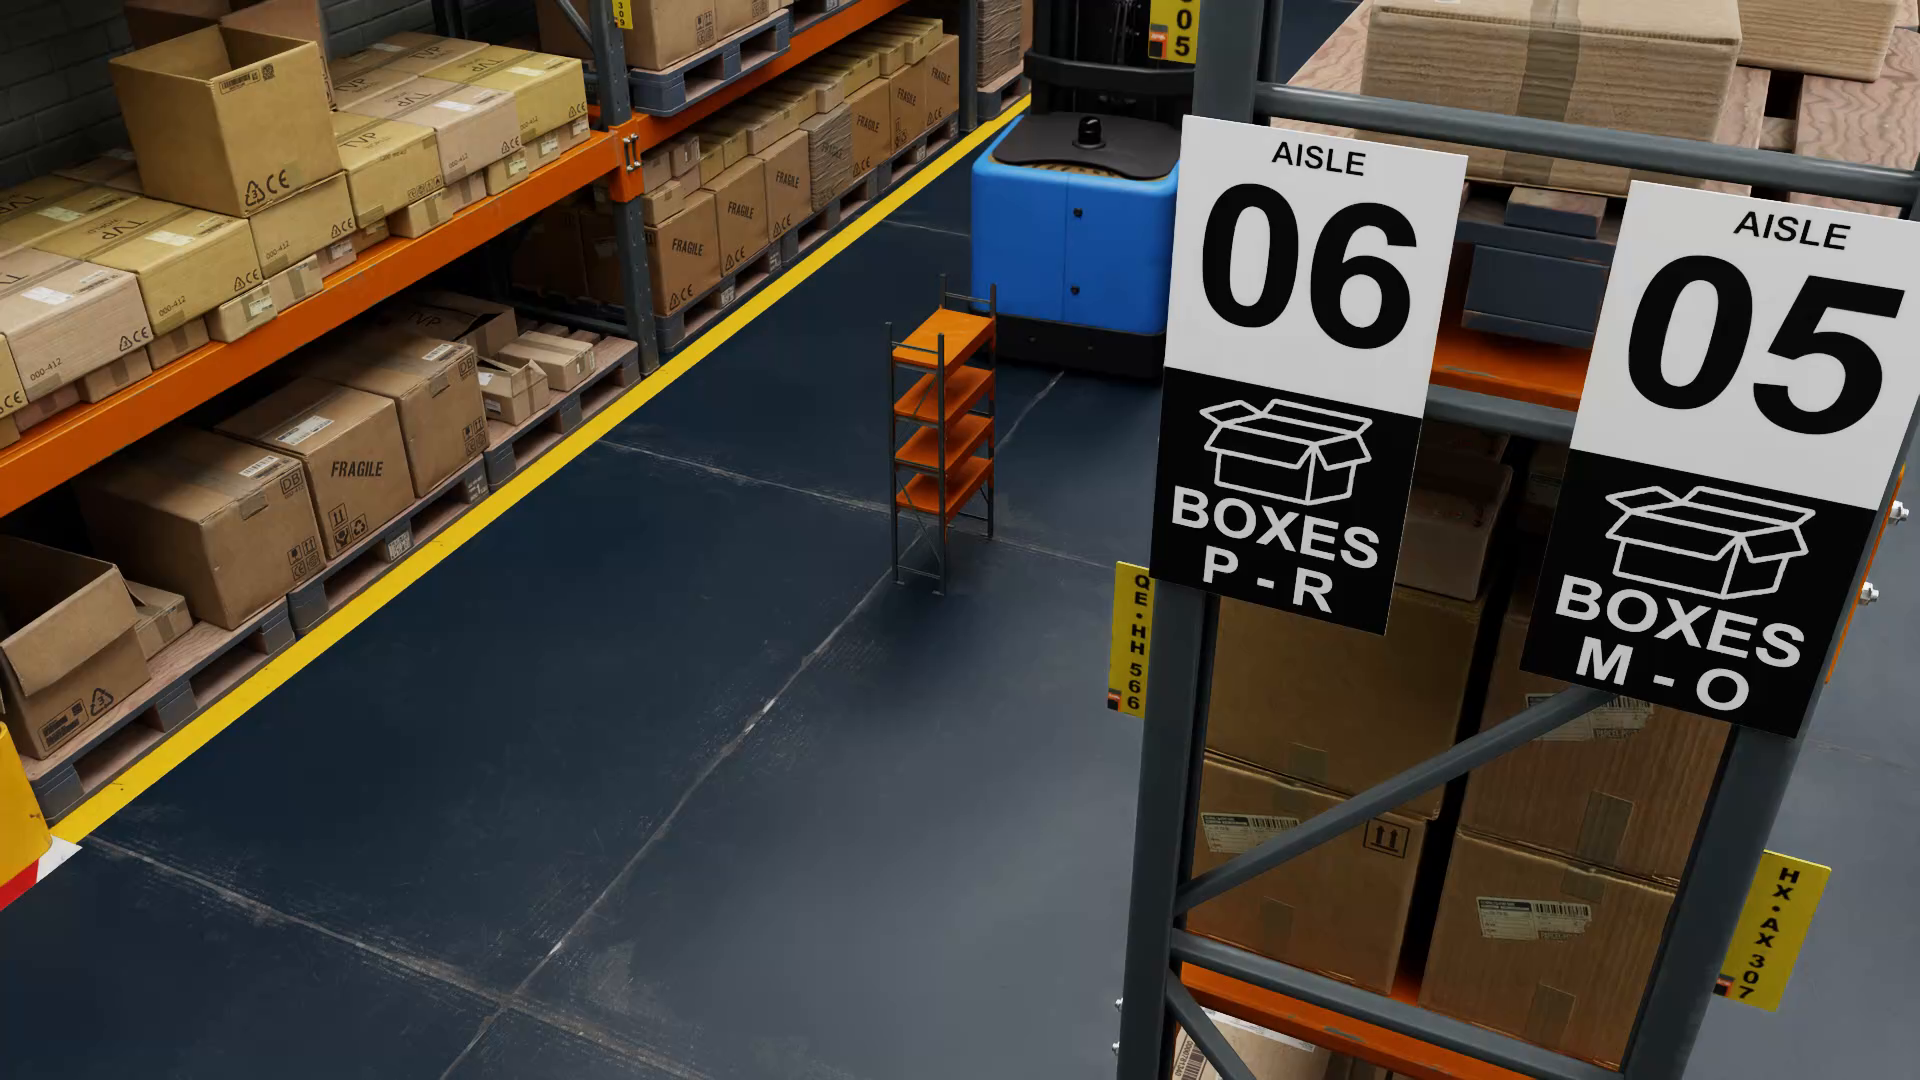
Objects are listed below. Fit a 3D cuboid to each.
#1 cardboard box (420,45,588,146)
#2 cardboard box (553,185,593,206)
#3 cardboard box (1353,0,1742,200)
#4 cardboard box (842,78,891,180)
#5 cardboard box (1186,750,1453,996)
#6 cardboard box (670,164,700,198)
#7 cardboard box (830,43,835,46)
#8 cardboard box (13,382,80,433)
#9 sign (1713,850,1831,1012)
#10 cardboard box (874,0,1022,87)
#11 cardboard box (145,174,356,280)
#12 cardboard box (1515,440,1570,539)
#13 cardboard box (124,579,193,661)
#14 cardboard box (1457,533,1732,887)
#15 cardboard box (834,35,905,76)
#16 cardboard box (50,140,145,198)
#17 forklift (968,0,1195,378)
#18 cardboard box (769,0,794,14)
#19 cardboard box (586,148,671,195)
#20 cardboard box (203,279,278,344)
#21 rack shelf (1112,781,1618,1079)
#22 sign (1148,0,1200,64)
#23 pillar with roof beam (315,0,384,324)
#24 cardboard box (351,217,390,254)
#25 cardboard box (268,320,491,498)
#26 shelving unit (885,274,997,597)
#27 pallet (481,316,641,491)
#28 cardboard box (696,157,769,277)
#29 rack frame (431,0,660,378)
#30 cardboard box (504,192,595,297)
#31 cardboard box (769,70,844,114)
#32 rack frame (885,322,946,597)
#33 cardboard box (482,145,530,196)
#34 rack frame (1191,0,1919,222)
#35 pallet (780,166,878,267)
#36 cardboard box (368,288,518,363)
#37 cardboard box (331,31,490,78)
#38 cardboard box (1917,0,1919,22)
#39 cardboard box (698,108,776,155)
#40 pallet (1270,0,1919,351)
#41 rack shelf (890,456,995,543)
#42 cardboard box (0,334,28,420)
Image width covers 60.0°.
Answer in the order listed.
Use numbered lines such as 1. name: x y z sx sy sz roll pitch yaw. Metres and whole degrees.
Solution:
1. cardboard box: -2.023 -1.982 7.402 0.500 0.250 0.500 15 36 22
2. cardboard box: -2.140 -1.881 8.688 0.380 0.149 0.250 13 35 19
3. cardboard box: 0.911 -0.755 2.592 0.500 0.250 0.500 11 35 16
4. cardboard box: -0.775 -2.584 10.352 0.500 0.500 0.500 16 36 23
5. cardboard box: 0.766 0.557 3.575 0.500 0.500 0.500 14 36 21
6. cardboard box: -1.594 -1.905 8.724 0.380 0.149 0.250 13 35 19
7. cardboard box: -1.026 -3.167 10.649 0.380 0.149 0.250 15 36 21
8. cardboard box: -3.176 -0.509 5.520 0.380 0.149 0.250 14 36 20
9. sign: 1.306 0.634 2.685 0.100 0.325 0.005 14 36 20
10. cardboard box: -0.085 -3.712 11.958 0.875 0.625 0.625 15 36 22
11. cardboard box: -2.656 -1.227 6.252 0.500 0.250 0.500 13 36 19
12. cardboard box: 1.250 -0.092 3.060 0.380 0.149 0.250 15 36 22
13. cardboard box: -3.150 0.293 6.284 0.380 0.149 0.250 13 35 19
14. cardboard box: 1.264 0.266 3.106 0.500 0.500 0.500 13 36 19
15. cardboard box: -0.571 -3.055 10.479 0.380 0.149 0.250 13 35 19
16. cardboard box: -3.107 -1.352 6.441 0.500 0.250 0.500 14 36 20
17. forklift: 0.996 -2.840 8.909 1.130 2.935 3.031 11 35 16
18. cardboard box: -1.102 -2.953 8.758 0.396 0.266 0.258 16 36 23
19. cardboard box: -1.695 -1.887 8.426 0.380 0.149 0.250 14 36 20
20. cardboard box: -2.734 -0.863 6.060 0.380 0.149 0.250 13 35 19
21. rack shelf: 1.642 0.204 4.859 1.077 0.370 4.000 14 36 20
22. sign: 0.318 -0.824 2.300 0.100 0.325 0.005 14 36 20
23. pillar with roof beam: 0.769 -3.611 4.550 9.100 9.000 0.400 14 36 20
24. cardboard box: -2.537 -1.277 6.692 0.380 0.149 0.250 15 36 21
25. cardboard box: -2.536 -0.585 7.303 0.700 0.500 0.500 13 35 19
26. shelving unit: -0.069 -0.419 6.795 0.258 1.200 0.503 14 36 20
27. pallet: -2.320 -0.722 8.158 1.003 0.211 1.213 14 36 20
28. cardboard box: -1.411 -1.817 9.182 0.500 0.500 0.500 14 36 20
29. rack frame: -2.032 -2.230 7.915 1.000 3.000 0.127 14 36 20
30. cardboard box: -2.095 -1.672 8.962 0.500 0.500 0.500 14 36 20
31. cardboard box: -0.915 -2.665 9.884 0.380 0.149 0.250 12 35 18
32. rack frame: -0.171 -0.298 6.610 0.240 1.200 0.015 14 36 20
33. cardboard box: -2.112 -1.638 7.242 0.380 0.149 0.250 15 36 22
34. rack frame: 0.805 -1.609 1.498 1.000 3.000 0.127 14 36 20
35. pallet: -1.217 -2.087 10.241 1.003 0.211 1.213 14 36 20
36. cardboard box: -2.523 -1.006 8.118 0.500 0.311 0.500 15 36 22
37. cardboard box: -2.484 -2.107 7.593 0.500 0.250 0.500 14 36 20
38. cardboard box: 7.509 -4.254 13.280 0.500 0.500 0.500 -15 36 -21
39. cardboard box: -1.256 -2.291 9.313 0.380 0.149 0.250 14 36 20
40. pallet: 1.106 -0.690 2.912 1.003 0.211 1.213 14 36 20
41. rack shelf: -0.069 -0.197 6.941 0.258 0.148 0.480 14 36 20
42. cardboard box: -3.271 -0.463 5.087 0.500 0.250 0.500 14 36 21
